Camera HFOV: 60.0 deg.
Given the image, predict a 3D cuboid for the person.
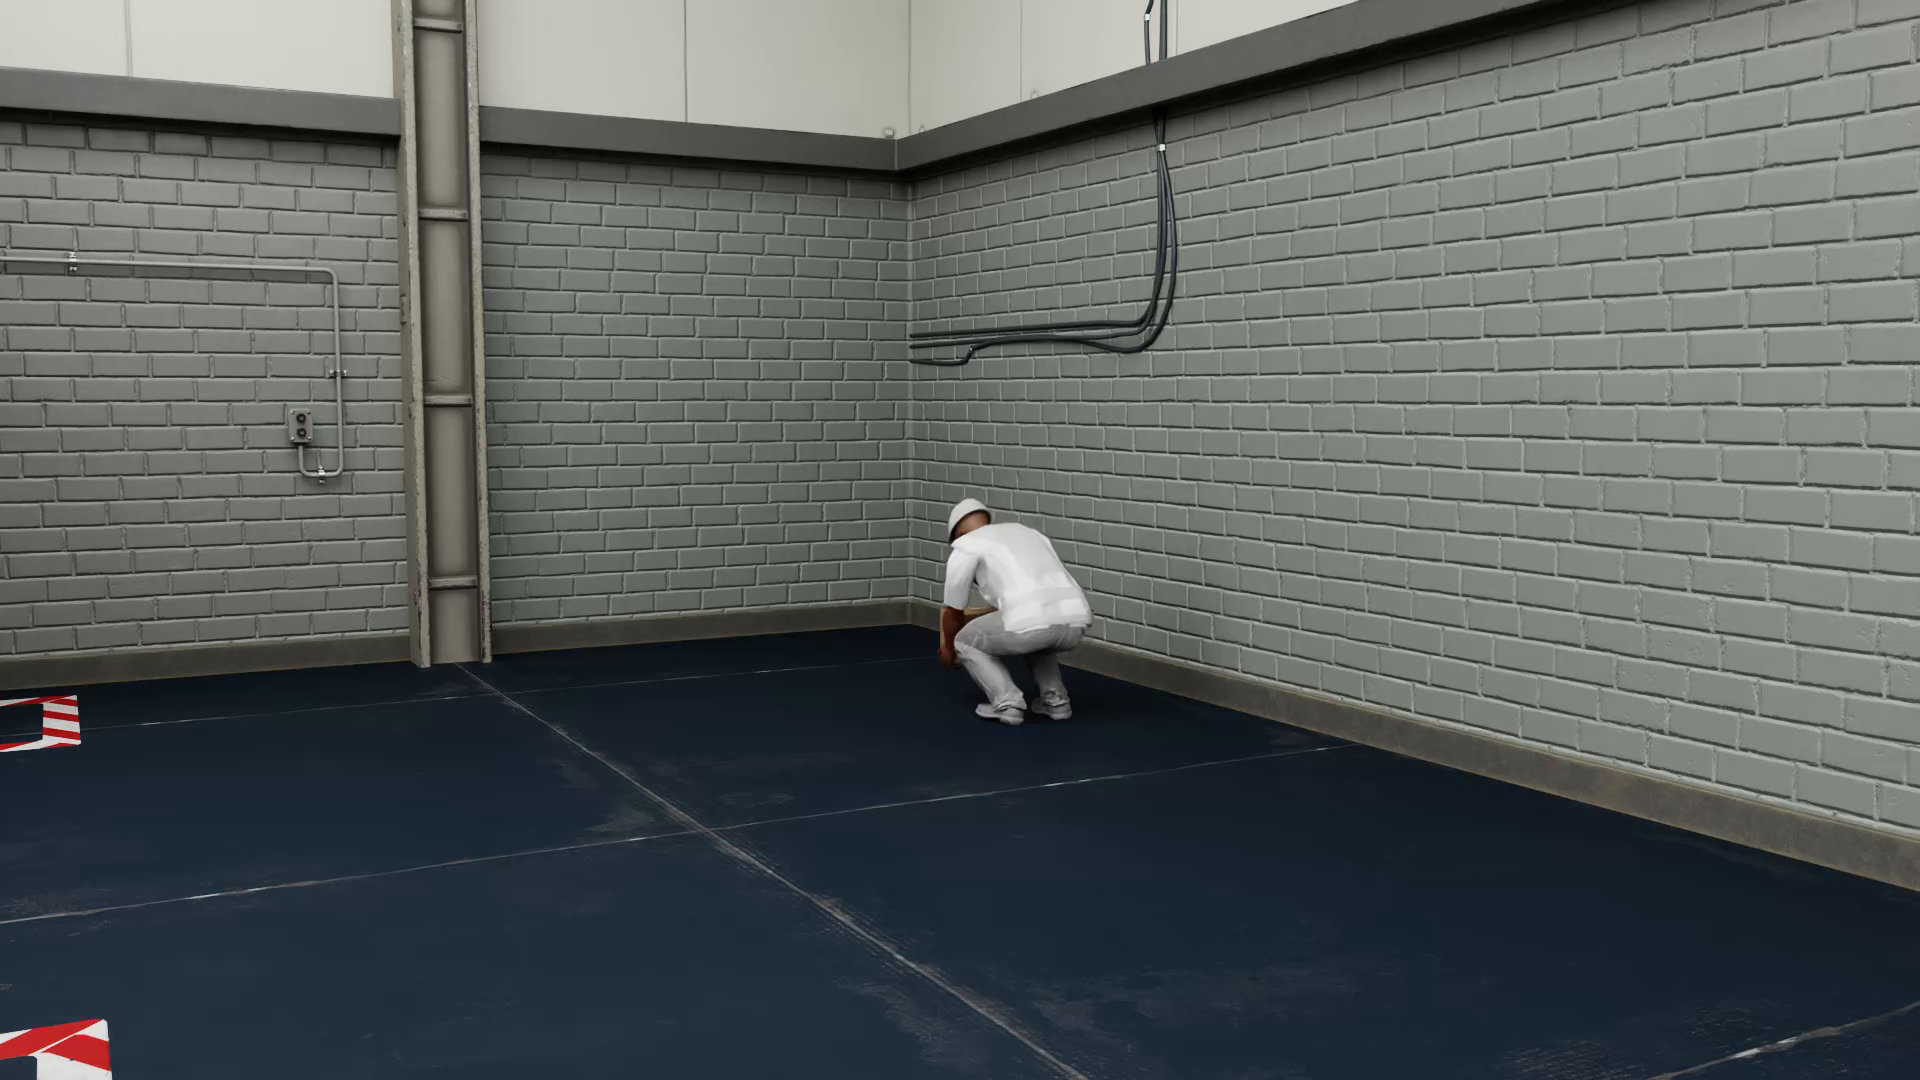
[{"bbox_3d":[0.208,0.323,7.836,0.544,1.008,0.908,-3,6,-30],"label":"person"}]
